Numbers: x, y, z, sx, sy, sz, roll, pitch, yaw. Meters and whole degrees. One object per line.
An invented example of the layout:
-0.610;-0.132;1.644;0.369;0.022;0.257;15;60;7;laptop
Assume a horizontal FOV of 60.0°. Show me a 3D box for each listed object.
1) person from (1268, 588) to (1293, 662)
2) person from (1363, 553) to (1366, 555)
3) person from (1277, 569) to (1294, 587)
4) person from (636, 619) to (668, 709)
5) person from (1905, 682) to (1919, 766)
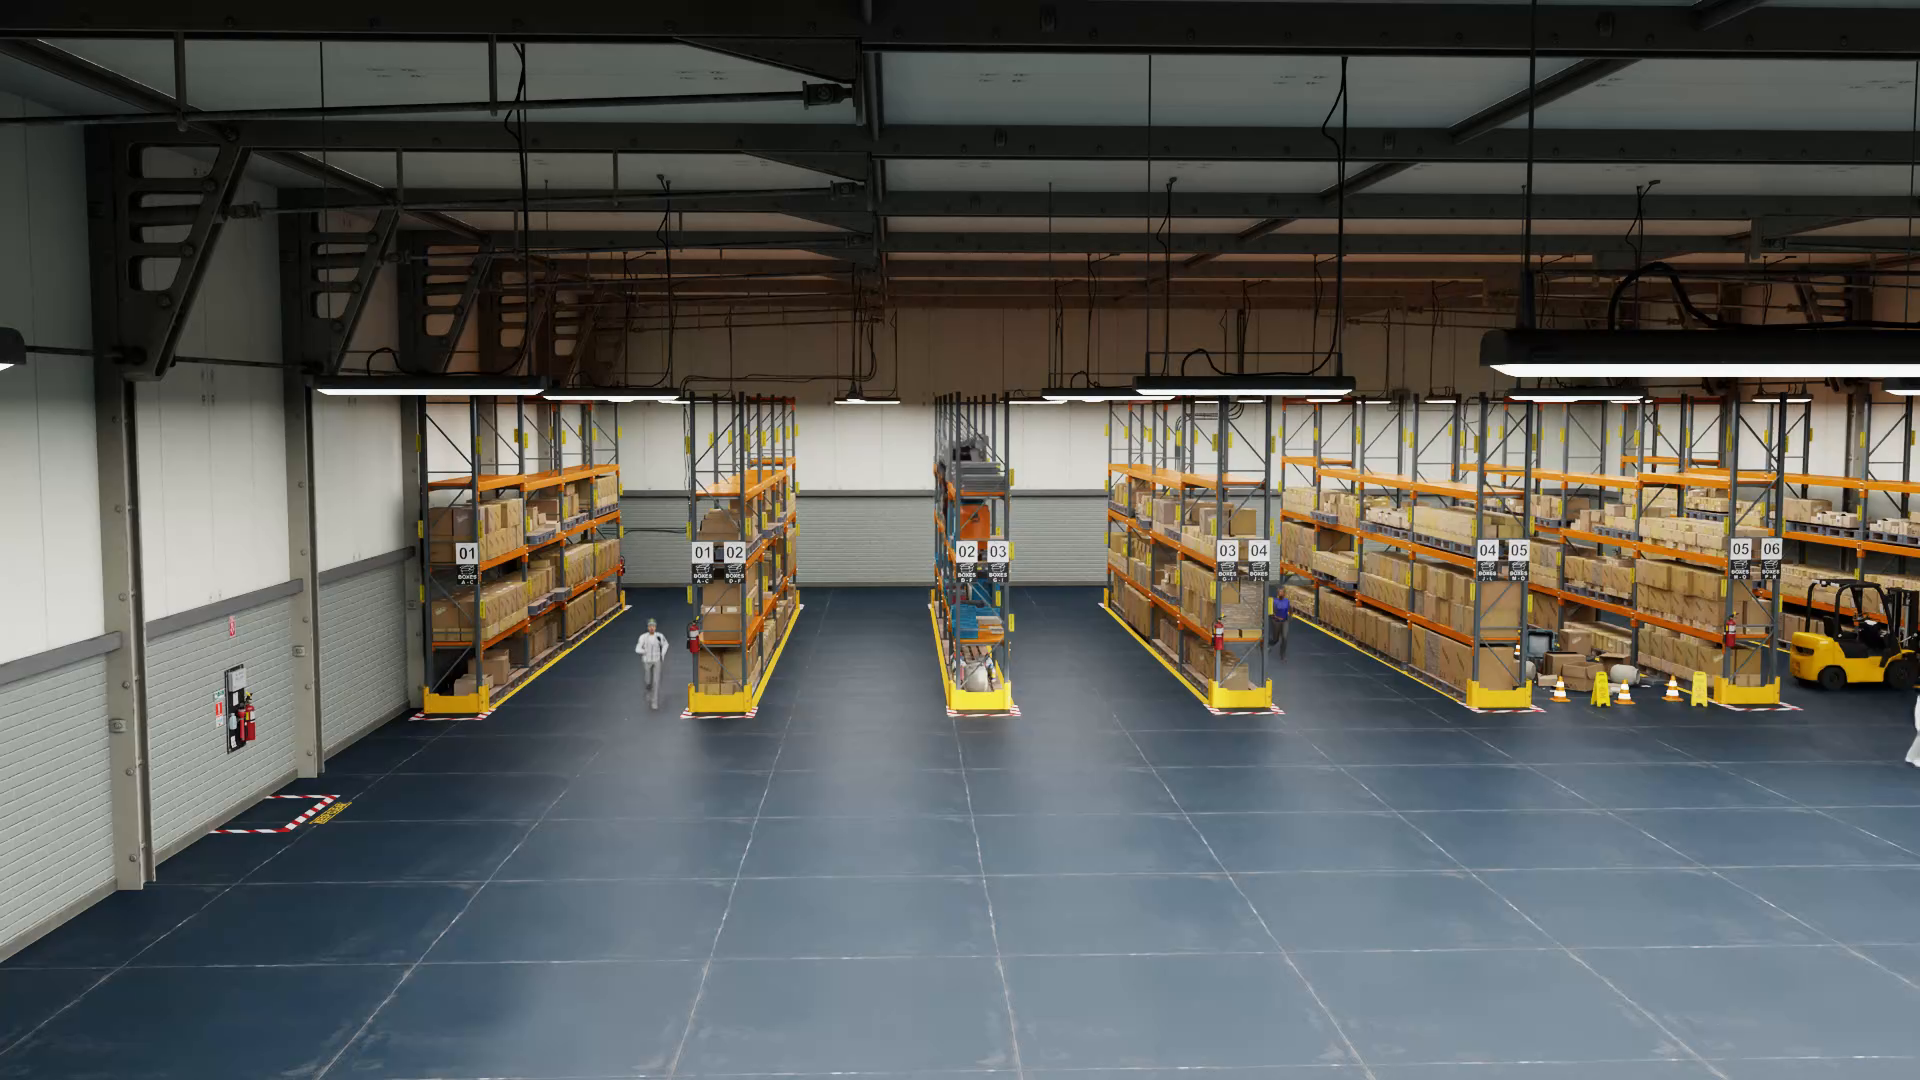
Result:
7.251;1.905;37.633;0.587;1.656;0.783;-1;5;-11;person
11.397;1.167;47.003;0.651;1.597;0.665;-1;5;-8;person
9.659;0.946;49.122;0.528;1.702;0.725;2;5;27;person
-5.846;2.320;31.598;0.619;1.668;0.917;-1;5;-11;person
15.350;2.743;26.263;0.734;1.726;0.794;-3;6;-35;person
